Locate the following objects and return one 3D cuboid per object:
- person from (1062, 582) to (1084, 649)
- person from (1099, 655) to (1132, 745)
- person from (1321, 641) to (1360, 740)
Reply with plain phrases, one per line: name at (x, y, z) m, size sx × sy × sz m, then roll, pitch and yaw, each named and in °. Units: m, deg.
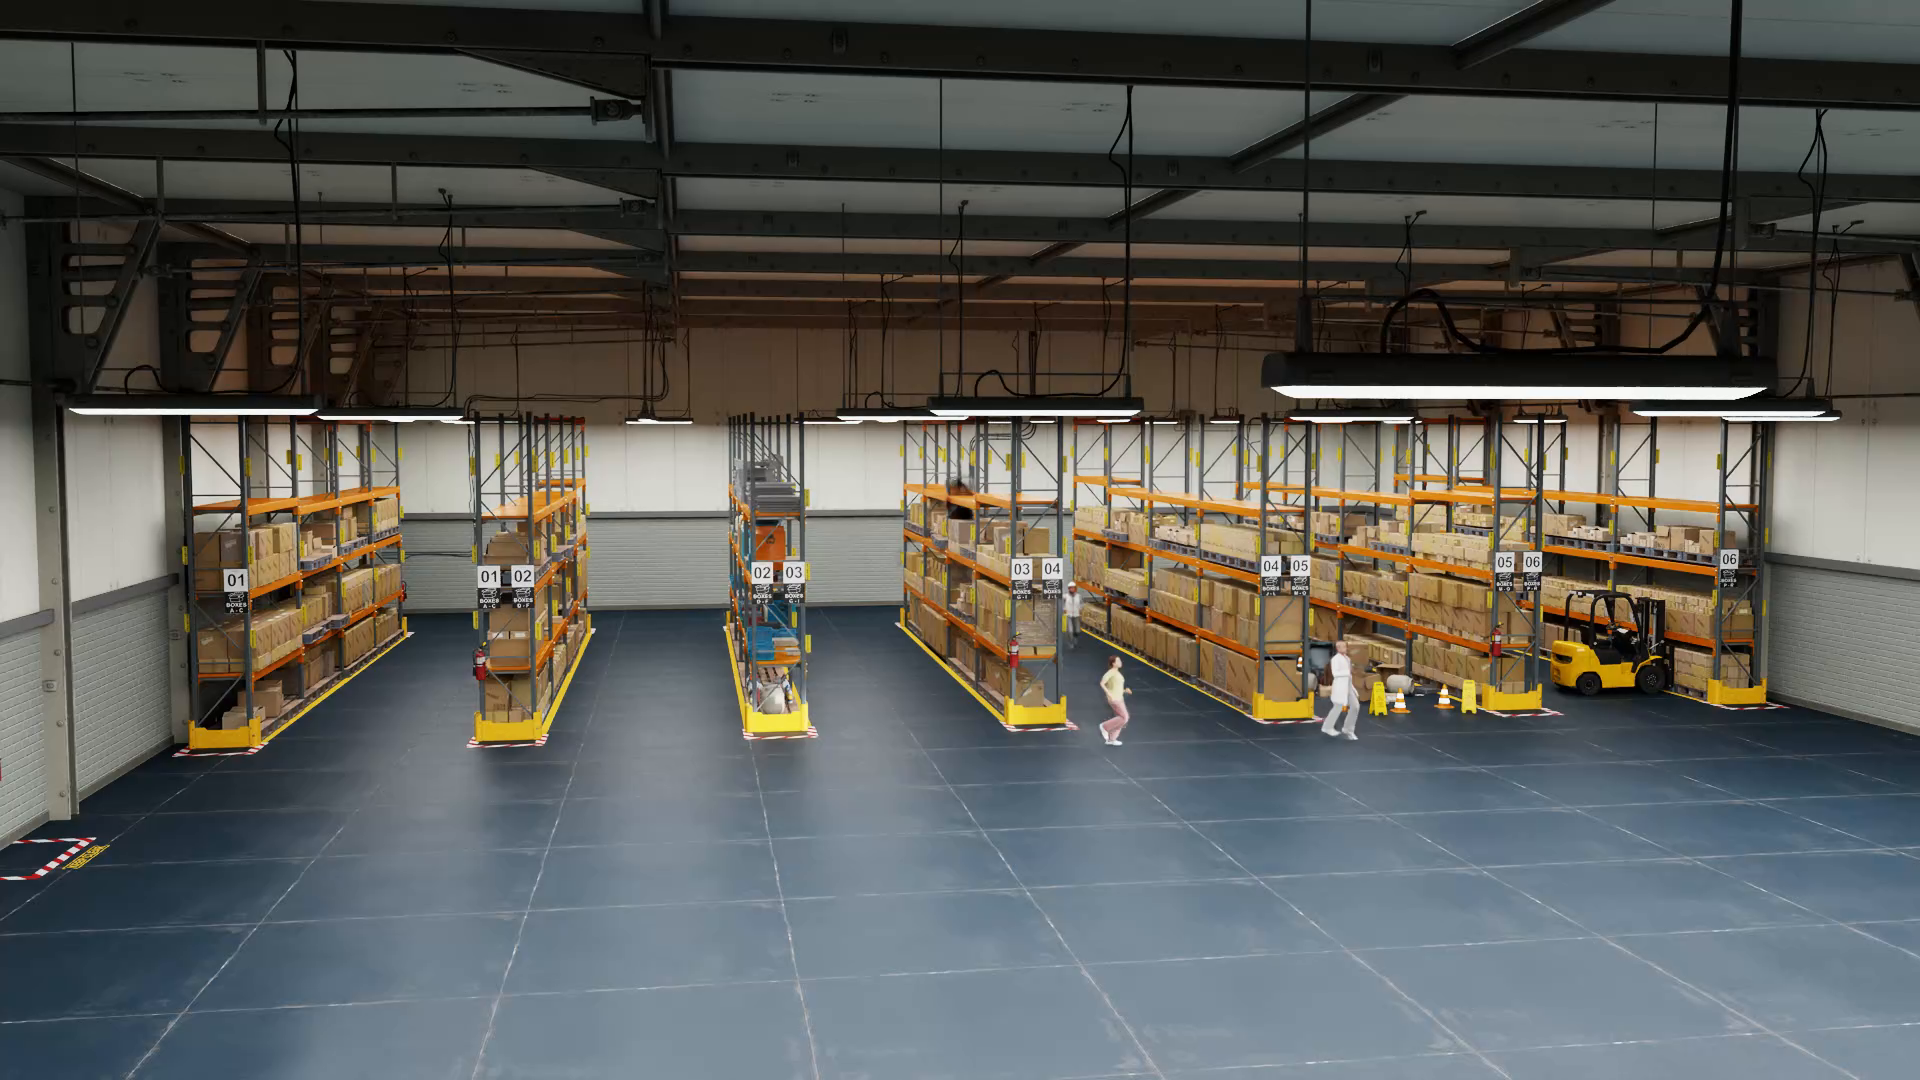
person at (2.888, 1.949, 42.845) m, size 0.656 × 1.722 × 0.607 m, roll 0°, pitch 4°, yaw -6°
person at (2.806, 2.879, 29.916) m, size 0.548 × 1.628 × 0.577 m, roll 2°, pitch 4°, yaw 21°
person at (7.010, 2.767, 30.484) m, size 0.793 × 1.843 × 0.685 m, roll 4°, pitch 5°, yaw 44°
